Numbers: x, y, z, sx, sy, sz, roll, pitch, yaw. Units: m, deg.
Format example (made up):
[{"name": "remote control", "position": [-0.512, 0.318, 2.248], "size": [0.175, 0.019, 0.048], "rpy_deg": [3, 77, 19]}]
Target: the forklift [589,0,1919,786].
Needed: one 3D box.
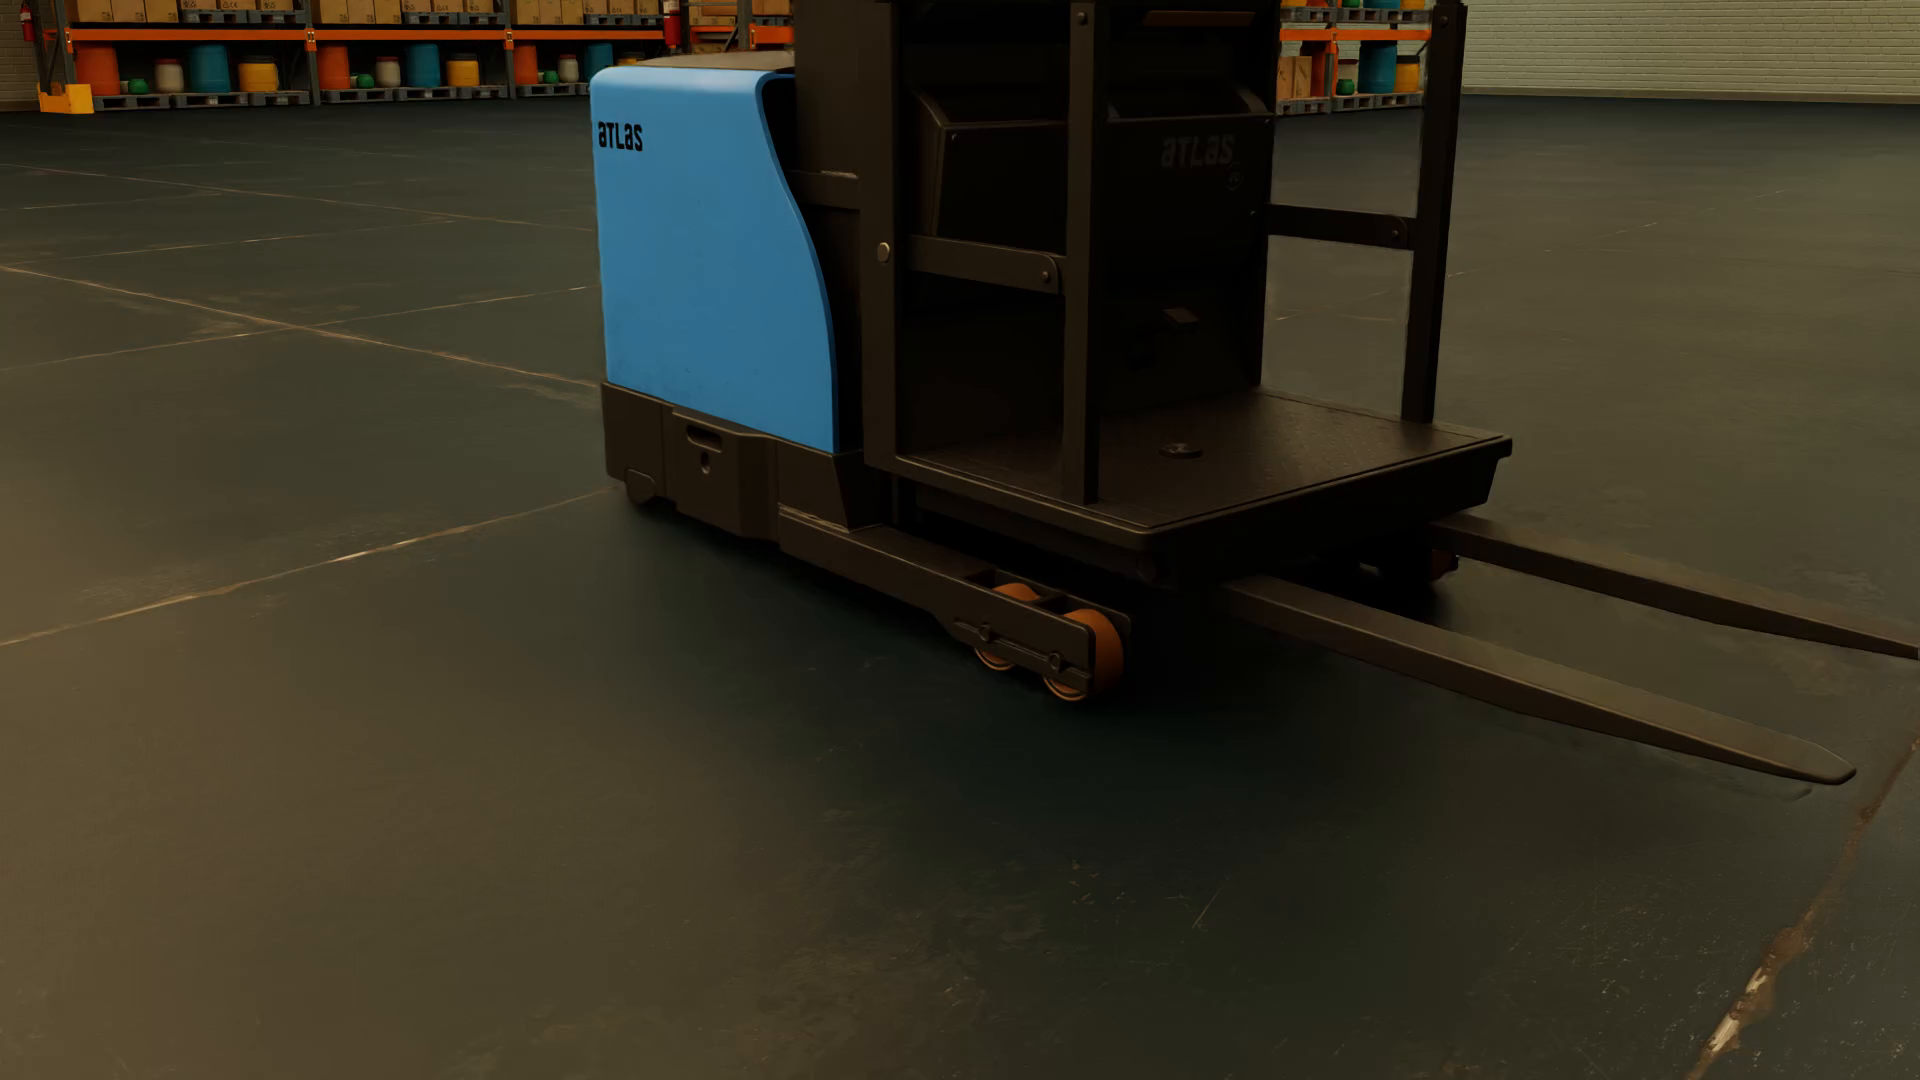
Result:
[{"name": "forklift", "position": [0.419, -1.276, 3.101], "size": [1.130, 2.935, 3.031], "rpy_deg": [-14, 22, -38]}]
